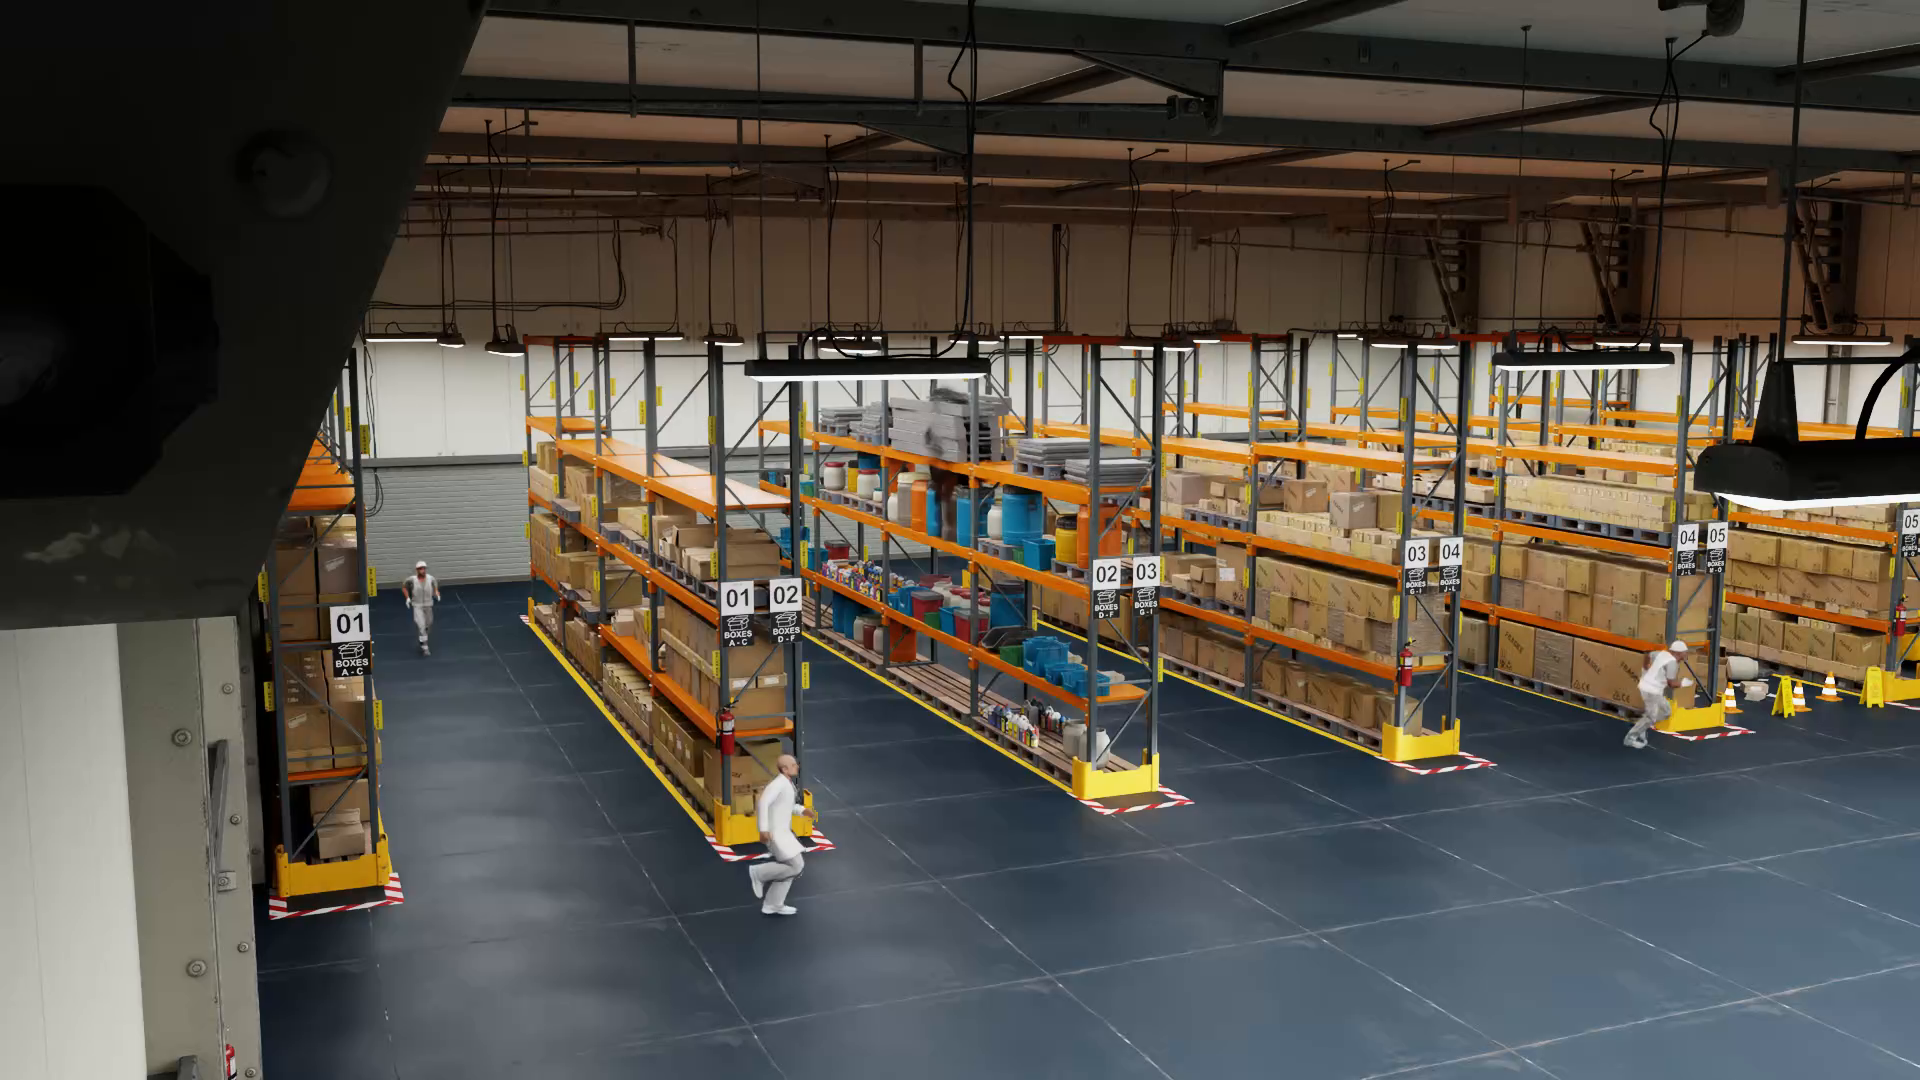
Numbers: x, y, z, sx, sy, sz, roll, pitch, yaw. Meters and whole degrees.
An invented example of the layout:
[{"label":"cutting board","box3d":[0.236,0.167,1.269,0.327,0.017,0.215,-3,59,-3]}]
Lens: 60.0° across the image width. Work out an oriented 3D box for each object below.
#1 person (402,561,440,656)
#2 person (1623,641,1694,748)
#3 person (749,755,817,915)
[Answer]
[{"label":"person","box3d":[-10.229,1.262,31.567,0.634,1.771,0.953,-5,9,-32]},{"label":"person","box3d":[10.326,2.265,24.596,0.914,1.602,0.721,1,8,10]},{"label":"person","box3d":[-1.889,3.147,17.714,0.717,1.730,0.758,0,8,2]}]
